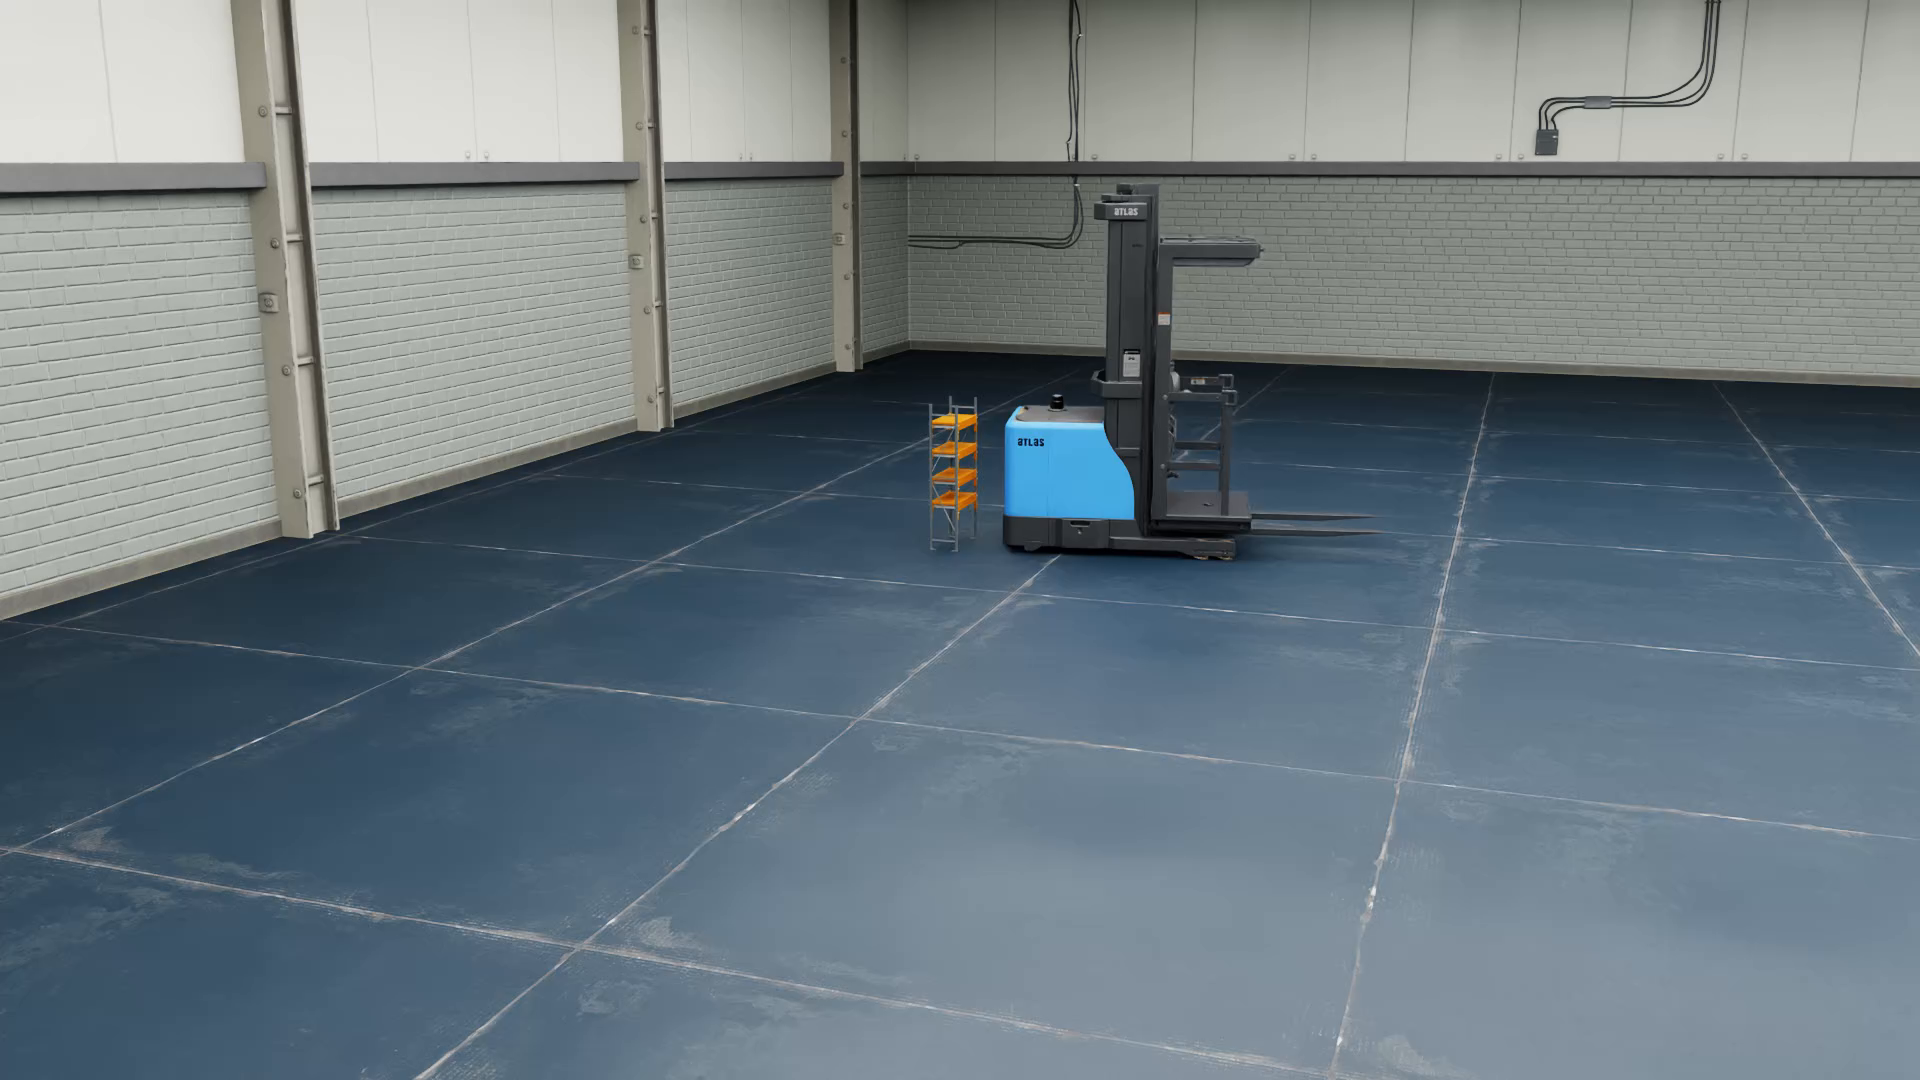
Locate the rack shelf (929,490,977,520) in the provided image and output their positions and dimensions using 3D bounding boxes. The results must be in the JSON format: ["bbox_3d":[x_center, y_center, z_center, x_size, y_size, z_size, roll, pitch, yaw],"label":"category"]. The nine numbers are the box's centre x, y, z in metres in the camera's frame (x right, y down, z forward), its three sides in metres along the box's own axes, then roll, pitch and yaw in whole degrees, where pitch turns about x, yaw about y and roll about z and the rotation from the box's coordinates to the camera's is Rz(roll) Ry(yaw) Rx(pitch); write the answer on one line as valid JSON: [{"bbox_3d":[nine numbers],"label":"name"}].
[{"bbox_3d":[-0.054,-0.291,13.761,0.258,0.148,0.480,4,14,18],"label":"rack shelf"}]

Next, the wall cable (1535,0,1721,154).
[{"bbox_3d":[9.487,-8.475,23.253,2.305,6.003,0.169,4,14,18],"label":"wall cable"}]

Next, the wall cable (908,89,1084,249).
[{"bbox_3d":[0.510,-5.990,26.986,3.097,2.526,0.112,4,14,18],"label":"wall cable"}]

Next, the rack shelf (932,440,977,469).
[{"bbox_3d":[-0.054,-0.703,13.667,0.258,0.148,0.480,4,14,18],"label":"rack shelf"}]

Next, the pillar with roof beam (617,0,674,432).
[{"bbox_3d":[0.437,-5.405,17.447,9.100,9.000,0.400,4,14,18],"label":"pillar with roof beam"}]

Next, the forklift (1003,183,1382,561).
[{"bbox_3d":[1.906,-1.390,13.491,3.031,2.935,1.130,2,13,7],"label":"forklift"}]

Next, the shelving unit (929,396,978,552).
[{"bbox_3d":[-0.054,-0.550,13.702,0.258,1.200,0.503,4,14,18],"label":"shelving unit"}]

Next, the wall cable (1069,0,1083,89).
[{"bbox_3d":[3.070,-8.257,25.571,3.097,2.526,0.112,4,14,18],"label":"wall cable"}]

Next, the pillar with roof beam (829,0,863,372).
[{"bbox_3d":[2.379,-6.669,22.982,9.100,9.000,0.400,4,14,18],"label":"pillar with roof beam"}]

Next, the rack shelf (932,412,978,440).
[{"bbox_3d":[-0.054,-0.933,13.614,0.258,0.148,0.480,4,14,18],"label":"rack shelf"}]

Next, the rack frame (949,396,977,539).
[{"bbox_3d":[0.025,-0.601,13.927,0.240,1.200,0.015,4,14,18],"label":"rack frame"}]

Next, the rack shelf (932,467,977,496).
[{"bbox_3d":[-0.054,-0.485,13.717,0.258,0.148,0.480,4,14,18],"label":"rack shelf"}]

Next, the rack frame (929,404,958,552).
[{"bbox_3d":[-0.132,-0.499,13.477,0.240,1.200,0.015,4,14,18],"label":"rack frame"}]

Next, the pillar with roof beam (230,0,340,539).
[{"bbox_3d":[-1.504,-4.142,11.912,9.100,9.000,0.400,4,14,18],"label":"pillar with roof beam"}]
